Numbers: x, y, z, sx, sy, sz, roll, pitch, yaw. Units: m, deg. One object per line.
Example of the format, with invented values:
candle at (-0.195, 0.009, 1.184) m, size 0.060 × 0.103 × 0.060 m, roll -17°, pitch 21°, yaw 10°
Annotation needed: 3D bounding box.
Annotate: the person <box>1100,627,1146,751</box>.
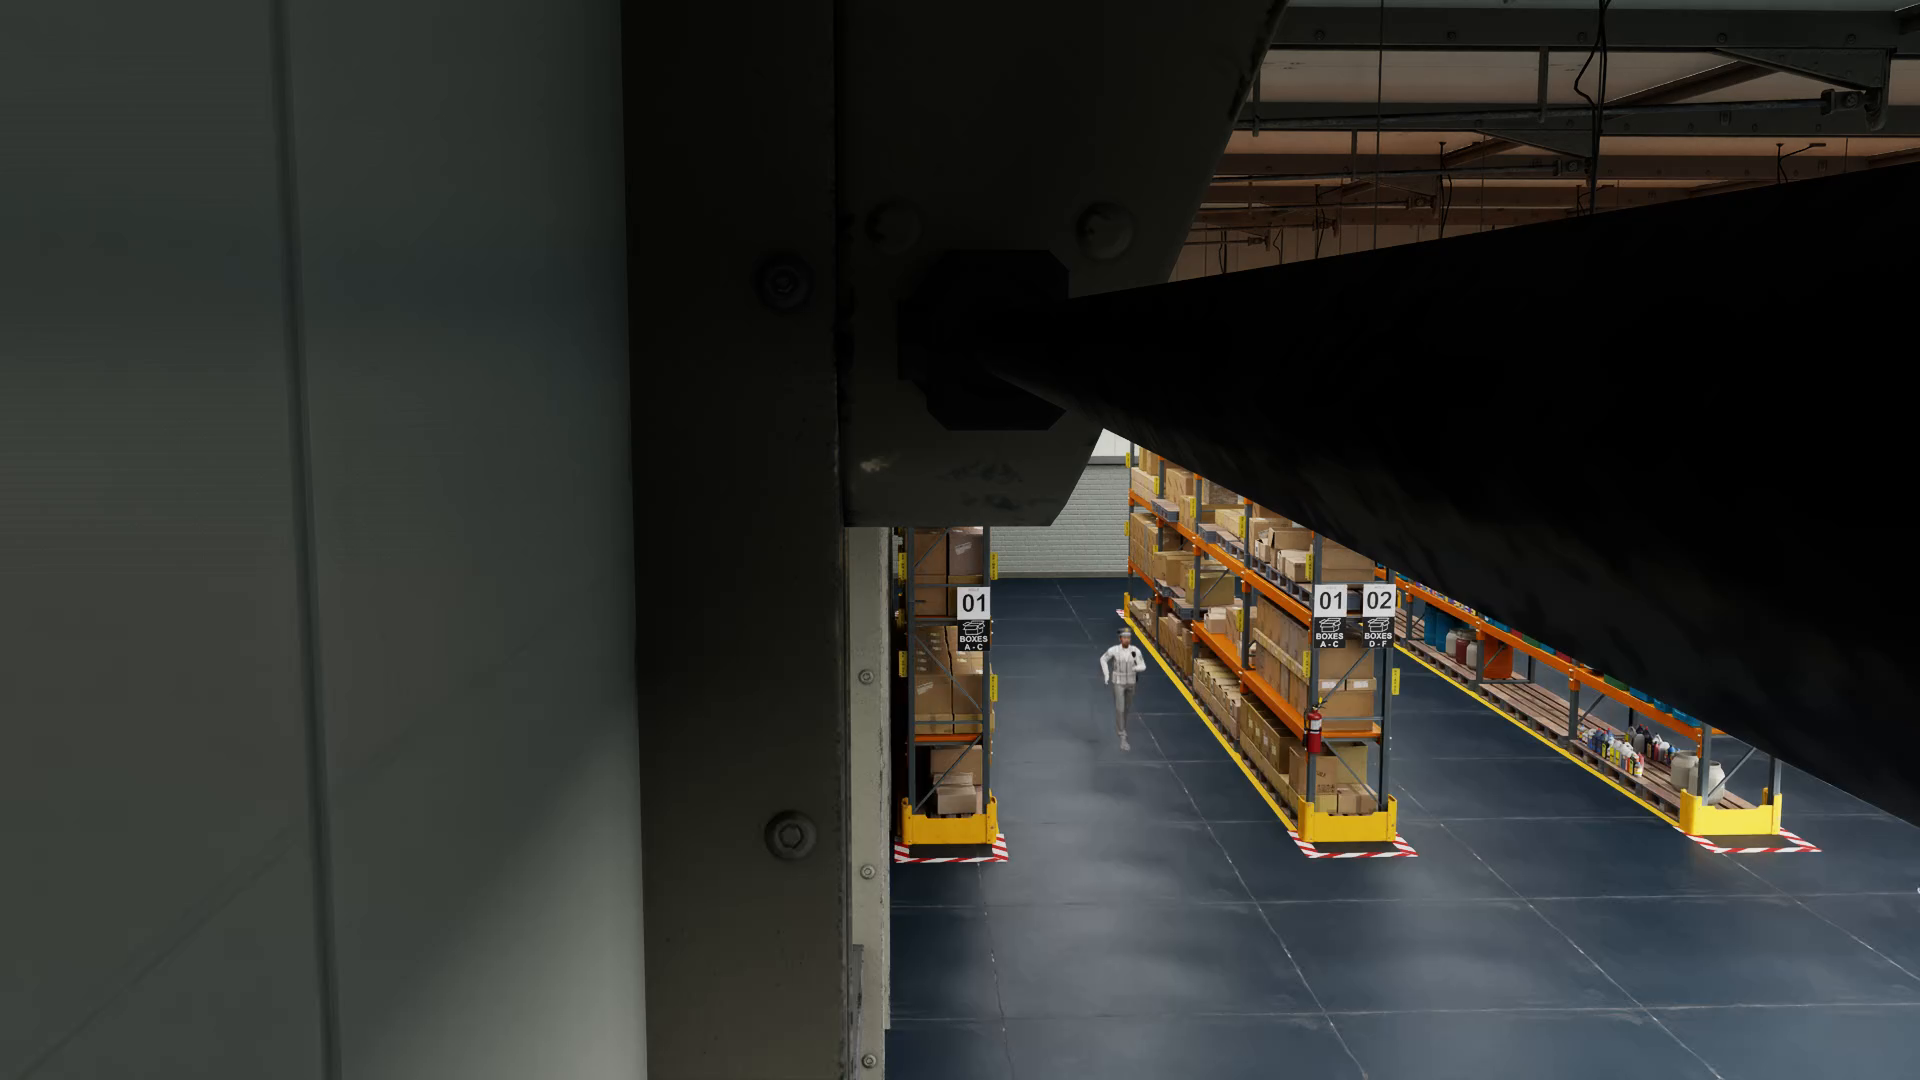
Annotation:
person at (2.381, 2.105, 24.040) m, size 0.599 × 1.719 × 0.801 m, roll -1°, pitch 7°, yaw -11°
